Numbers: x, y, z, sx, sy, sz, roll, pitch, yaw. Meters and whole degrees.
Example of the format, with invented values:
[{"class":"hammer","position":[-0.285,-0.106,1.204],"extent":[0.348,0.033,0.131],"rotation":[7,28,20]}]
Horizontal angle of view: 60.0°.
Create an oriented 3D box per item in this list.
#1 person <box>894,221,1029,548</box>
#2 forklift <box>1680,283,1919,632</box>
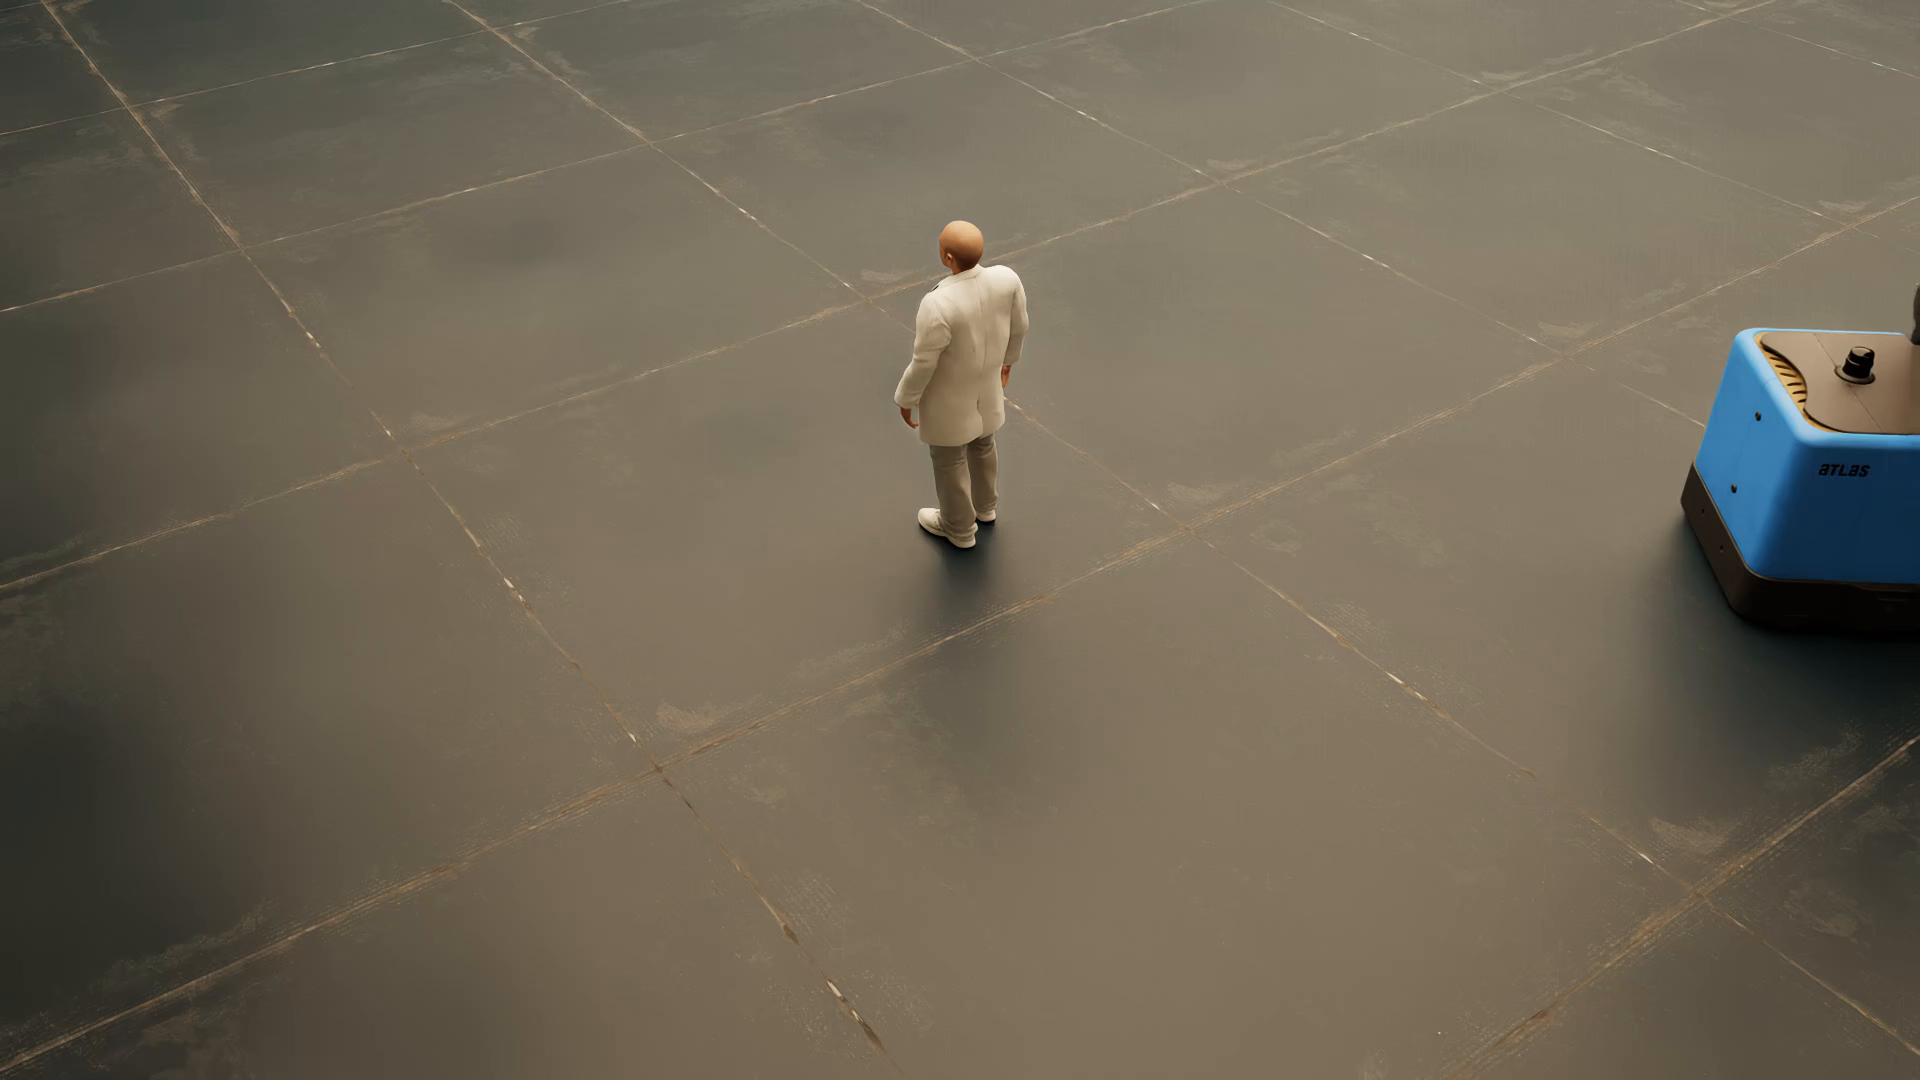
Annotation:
[{"class":"person","position":[-0.050,-0.766,7.939],"extent":[0.698,1.778,0.578],"rotation":[-23,42,-28]},{"class":"forklift","position":[5.186,-0.998,7.294],"extent":[3.031,2.935,1.130],"rotation":[2,37,3]}]
